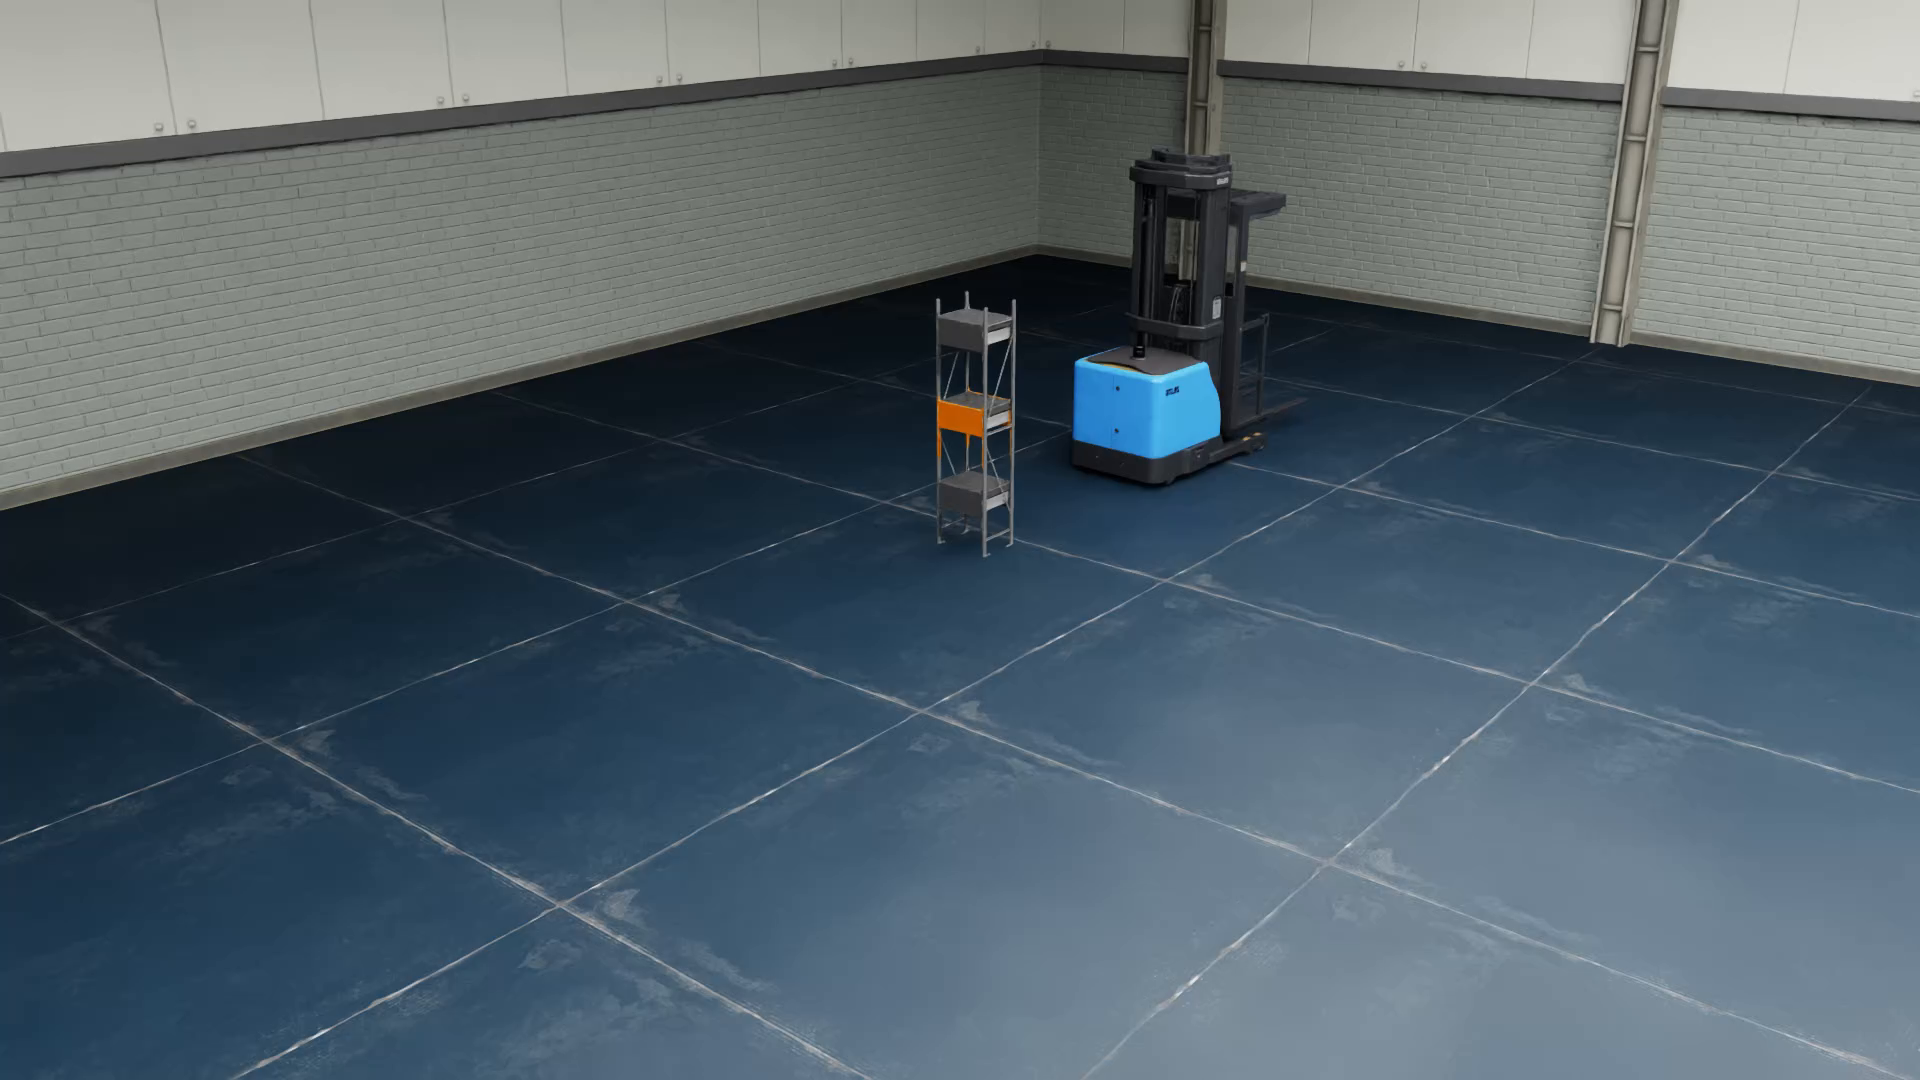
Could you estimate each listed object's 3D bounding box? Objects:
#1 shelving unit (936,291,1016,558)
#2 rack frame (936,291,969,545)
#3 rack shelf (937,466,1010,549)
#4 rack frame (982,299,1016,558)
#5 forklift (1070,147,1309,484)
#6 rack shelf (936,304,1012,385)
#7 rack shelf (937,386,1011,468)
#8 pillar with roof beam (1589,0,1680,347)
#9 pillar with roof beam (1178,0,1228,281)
[{"bbox_3d":[0.128,-0.946,13.700,0.503,2.100,0.431,16,26,36],"label":"shelving unit"},{"bbox_3d":[-0.061,-1.000,13.844,0.015,2.100,0.400,16,26,36],"label":"rack frame"},{"bbox_3d":[0.128,-0.278,13.952,0.480,0.518,0.431,16,26,36],"label":"rack shelf"},{"bbox_3d":[0.317,-0.891,13.555,0.015,2.100,0.400,16,26,36],"label":"rack frame"},{"bbox_3d":[2.411,-2.329,16.190,1.130,2.935,3.031,17,27,38],"label":"forklift"},{"bbox_3d":[0.128,-1.588,13.458,0.480,0.518,0.431,16,26,36],"label":"rack shelf"},{"bbox_3d":[0.128,-0.933,13.705,0.480,0.518,0.431,16,26,36],"label":"rack shelf"},{"bbox_3d":[5.356,-5.489,15.971,0.400,9.000,9.100,16,26,36],"label":"pillar with roof beam"},{"bbox_3d":[0.708,-6.828,19.521,0.400,9.000,9.100,16,26,36],"label":"pillar with roof beam"}]
